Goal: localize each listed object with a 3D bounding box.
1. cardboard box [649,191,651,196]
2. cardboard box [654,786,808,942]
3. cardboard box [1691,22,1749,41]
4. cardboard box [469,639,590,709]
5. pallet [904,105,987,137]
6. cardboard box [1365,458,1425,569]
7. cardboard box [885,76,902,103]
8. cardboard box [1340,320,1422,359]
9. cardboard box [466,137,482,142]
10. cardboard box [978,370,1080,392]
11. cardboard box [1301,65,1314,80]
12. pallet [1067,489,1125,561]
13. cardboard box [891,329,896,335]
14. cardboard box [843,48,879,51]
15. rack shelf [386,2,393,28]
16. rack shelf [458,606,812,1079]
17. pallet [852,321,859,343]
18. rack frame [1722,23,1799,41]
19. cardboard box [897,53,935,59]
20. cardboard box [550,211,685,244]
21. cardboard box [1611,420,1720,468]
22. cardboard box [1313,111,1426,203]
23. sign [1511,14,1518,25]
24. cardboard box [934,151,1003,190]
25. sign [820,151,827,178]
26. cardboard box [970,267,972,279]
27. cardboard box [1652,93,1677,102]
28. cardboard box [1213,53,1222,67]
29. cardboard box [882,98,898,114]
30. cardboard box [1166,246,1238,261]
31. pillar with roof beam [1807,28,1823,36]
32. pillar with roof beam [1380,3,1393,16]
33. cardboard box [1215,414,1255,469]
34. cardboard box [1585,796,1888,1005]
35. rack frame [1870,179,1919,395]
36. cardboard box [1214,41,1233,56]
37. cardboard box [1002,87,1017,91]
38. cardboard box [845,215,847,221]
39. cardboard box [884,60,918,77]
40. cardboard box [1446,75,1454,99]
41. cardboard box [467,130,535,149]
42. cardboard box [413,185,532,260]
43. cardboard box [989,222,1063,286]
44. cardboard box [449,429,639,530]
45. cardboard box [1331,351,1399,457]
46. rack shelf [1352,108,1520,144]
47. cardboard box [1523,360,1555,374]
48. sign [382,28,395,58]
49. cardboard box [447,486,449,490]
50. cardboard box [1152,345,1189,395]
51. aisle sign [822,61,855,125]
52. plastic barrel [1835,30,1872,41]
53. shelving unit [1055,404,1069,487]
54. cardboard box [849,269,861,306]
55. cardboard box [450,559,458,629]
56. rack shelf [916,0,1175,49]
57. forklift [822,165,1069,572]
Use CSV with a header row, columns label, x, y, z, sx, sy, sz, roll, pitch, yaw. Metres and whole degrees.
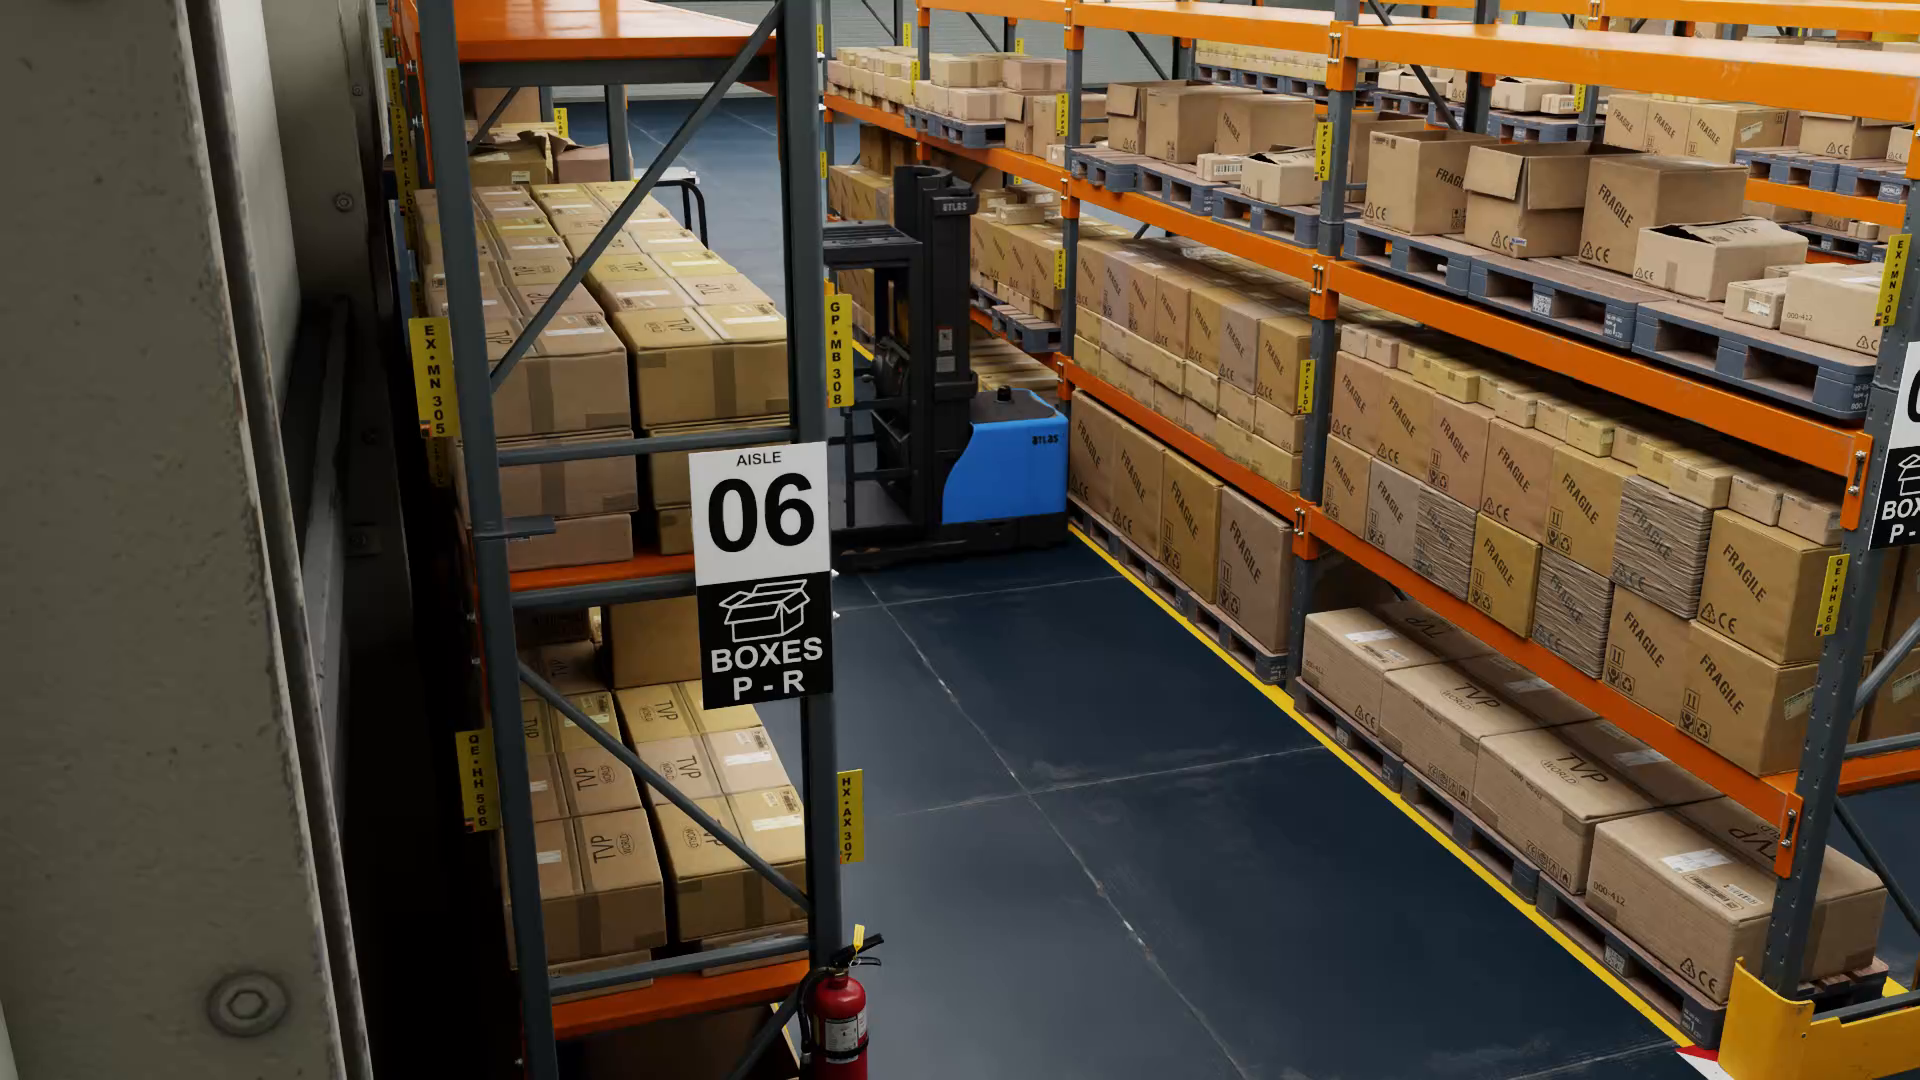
label,x,y,z,sx,sy,sz,roll,pitch,yaw
cardboard box,-1.804,-1.761,8.608,0.380,0.149,0.250,-6,21,-16
cardboard box,-0.757,1.099,5.700,0.500,0.250,0.500,-6,21,-17
cardboard box,9.094,-6.041,20.032,0.500,0.500,0.500,-7,21,-19
cardboard box,-1.903,0.503,7.359,0.500,0.250,0.500,-6,21,-16
pallet,0.162,-4.150,16.375,1.213,0.211,1.003,-6,21,-17
cardboard box,2.637,-0.176,9.321,0.500,0.500,0.500,-6,21,-17
cardboard box,-0.485,-4.793,17.667,0.500,0.250,0.500,-7,21,-18
cardboard box,2.437,-1.163,9.631,0.380,0.149,0.250,-7,21,-18
cardboard box,-3.270,-2.501,10.697,0.380,0.149,0.250,-6,21,-15
cardboard box,0.686,-1.376,16.077,0.950,0.372,0.625,-6,21,-15
cardboard box,4.157,-5.380,19.122,0.380,0.149,0.250,-6,21,-16
pallet,1.503,-0.180,13.604,1.003,0.211,1.213,-6,21,-17
cardboard box,-0.548,-2.271,18.748,0.500,0.250,0.500,-7,21,-19
cardboard box,-1.175,-5.774,19.809,0.380,0.149,0.250,-6,21,-17
rack shelf,-5.270,-5.446,16.924,1.077,0.370,4.000,-6,21,-17
rack shelf,-1.498,1.040,7.149,1.077,0.370,4.000,-6,21,-17
pallet,-0.942,-2.719,20.674,1.003,0.211,1.213,-6,21,-17
rack frame,9.477,-6.913,19.351,1.000,3.000,0.127,-6,21,-17
cardboard box,-0.501,-5.492,19.024,0.380,0.149,0.250,-7,21,-19
cardboard box,-1.421,-1.195,6.912,0.500,0.250,0.500,-6,21,-16
cardboard box,3.220,-0.432,7.595,0.380,0.149,0.250,-7,21,-18
cardboard box,2.582,-2.439,10.564,0.500,0.500,0.500,-7,21,-18
sign,7.705,-7.138,23.123,0.100,0.325,0.005,-6,21,-17
cardboard box,0.137,-3.858,17.654,0.700,0.500,0.500,-7,21,-18
sign,-1.703,-4.670,20.700,0.100,0.325,0.005,-6,21,-17
cardboard box,0.292,-2.575,15.897,0.380,0.149,0.250,-6,21,-17
cardboard box,6.022,-3.806,13.857,0.396,0.266,0.258,-6,21,-17
cardboard box,3.442,-6.110,21.156,0.380,0.149,0.250,-6,21,-17
cardboard box,-0.629,-4.731,18.084,0.380,0.149,0.250,-6,21,-16
cardboard box,1.907,-1.969,12.833,0.500,0.500,0.500,-6,21,-16
pillar with roof beam,15.510,-13.036,36.398,9.100,9.000,0.400,-6,21,-17
pillar with roof beam,9.852,-18.812,52.480,9.100,9.000,0.400,-6,21,-17
cardboard box,2.045,-0.679,11.093,0.500,0.250,0.500,-7,21,-18
cardboard box,3.539,1.621,7.634,0.875,0.438,0.875,-7,21,-19
rack frame,3.841,-2.009,5.698,1.000,3.000,0.127,-6,21,-17
cardboard box,3.548,-6.259,20.981,0.500,0.250,0.500,-7,21,-18
cardboard box,0.704,-4.077,15.492,0.500,0.250,0.500,-6,21,-16
cardboard box,-1.178,-3.898,20.202,0.380,0.149,0.250,-7,21,-19
cardboard box,-0.595,-5.021,17.714,0.380,0.149,0.250,-6,21,-16
cardboard box,5.124,-4.565,16.681,0.396,0.266,0.258,-6,21,-17
cardboard box,-2.403,-1.986,8.621,0.396,0.266,0.258,-6,21,-17
cardboard box,-2.241,-1.468,7.671,0.500,0.250,0.500,-7,21,-18
cardboard box,0.587,-2.581,14.954,0.500,0.500,0.500,-8,21,-21
cardboard box,-1.268,-0.252,5.025,0.500,0.250,0.500,-7,21,-18
cardboard box,2.504,-0.808,9.603,0.500,0.500,0.500,-6,21,-17
rack shelf,5.366,-4.026,16.815,1.077,0.370,4.000,-6,21,-17
cardboard box,3.241,-0.894,8.882,0.380,0.149,0.250,-7,21,-18
sign,-6.427,-5.595,18.708,0.100,0.325,0.005,-6,21,-17
cardboard box,-3.516,-0.350,12.072,0.380,0.149,0.250,-5,20,-14
cardboard box,1.705,-1.237,11.906,0.500,0.250,0.500,-6,21,-16
aisle sign,-1.501,-5.531,20.531,0.394,0.787,0.004,-6,21,-17
plastic barrel,13.195,-7.568,24.356,0.600,0.830,0.708,-6,21,-17
shelving unit,0.748,-0.670,13.951,0.258,0.900,0.210,-8,21,-21
cardboard box,-1.020,-3.114,19.985,0.500,0.500,0.500,-7,21,-19
cardboard box,-3.042,0.413,10.907,0.500,0.500,0.500,-7,21,-19
rack shelf,0.698,-4.691,14.821,1.077,0.370,4.000,-6,21,-17
forklift,-0.716,-1.332,12.788,3.031,2.935,1.130,-6,21,-16
